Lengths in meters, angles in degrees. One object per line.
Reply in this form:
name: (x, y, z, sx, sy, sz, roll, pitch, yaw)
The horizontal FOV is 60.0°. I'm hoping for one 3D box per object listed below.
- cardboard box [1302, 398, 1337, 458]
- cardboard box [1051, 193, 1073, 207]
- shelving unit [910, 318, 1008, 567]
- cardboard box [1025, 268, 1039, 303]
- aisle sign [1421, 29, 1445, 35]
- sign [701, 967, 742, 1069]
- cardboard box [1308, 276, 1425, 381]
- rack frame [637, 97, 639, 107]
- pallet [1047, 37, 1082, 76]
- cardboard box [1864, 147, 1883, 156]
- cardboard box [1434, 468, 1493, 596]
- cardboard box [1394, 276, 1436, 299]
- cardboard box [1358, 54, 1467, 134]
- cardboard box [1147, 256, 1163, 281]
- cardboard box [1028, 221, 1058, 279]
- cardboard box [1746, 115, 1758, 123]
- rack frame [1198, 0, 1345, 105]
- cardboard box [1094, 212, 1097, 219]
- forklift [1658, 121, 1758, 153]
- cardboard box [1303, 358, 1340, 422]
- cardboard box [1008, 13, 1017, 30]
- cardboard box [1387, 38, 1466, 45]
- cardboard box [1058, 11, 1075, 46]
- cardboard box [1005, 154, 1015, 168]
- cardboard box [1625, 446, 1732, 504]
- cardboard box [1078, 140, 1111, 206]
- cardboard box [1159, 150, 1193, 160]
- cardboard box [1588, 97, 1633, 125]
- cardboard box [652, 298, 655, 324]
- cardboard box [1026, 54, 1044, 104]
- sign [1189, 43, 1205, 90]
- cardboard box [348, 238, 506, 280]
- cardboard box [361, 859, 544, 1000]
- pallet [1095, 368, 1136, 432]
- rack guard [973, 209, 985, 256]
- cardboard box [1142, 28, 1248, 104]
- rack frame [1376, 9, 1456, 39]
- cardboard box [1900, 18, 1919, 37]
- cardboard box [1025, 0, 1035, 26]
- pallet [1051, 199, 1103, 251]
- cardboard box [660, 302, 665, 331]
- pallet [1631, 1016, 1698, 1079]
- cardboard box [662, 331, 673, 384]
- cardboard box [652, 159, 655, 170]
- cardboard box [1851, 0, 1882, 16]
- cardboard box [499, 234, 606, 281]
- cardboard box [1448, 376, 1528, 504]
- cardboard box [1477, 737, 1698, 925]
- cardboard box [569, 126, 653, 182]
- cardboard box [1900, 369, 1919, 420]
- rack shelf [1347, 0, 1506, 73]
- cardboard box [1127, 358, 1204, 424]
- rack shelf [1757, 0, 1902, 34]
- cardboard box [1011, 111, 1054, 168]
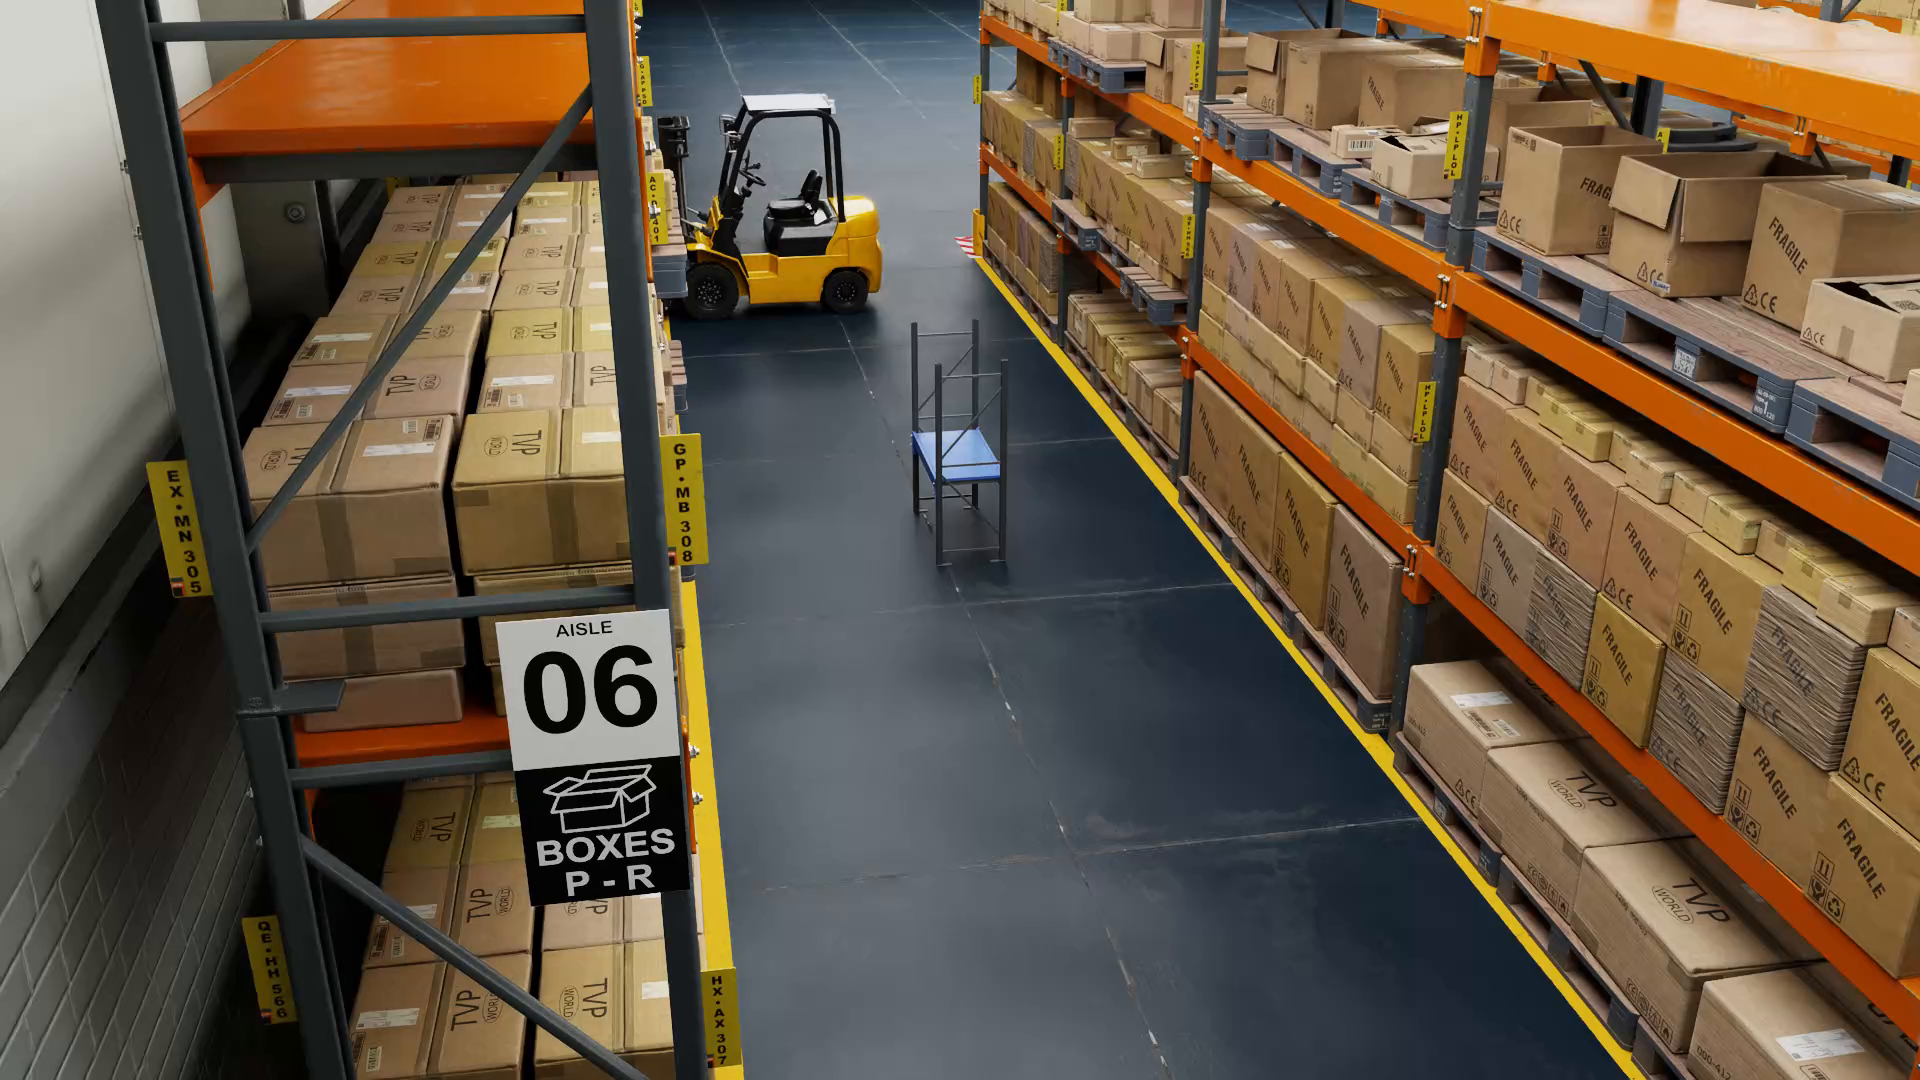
cardboard box: (2.461, -0.707, 10.309, 0.500, 0.250, 0.500, -5, 24, -11)
cardboard box: (1.121, -3.353, 16.494, 0.380, 0.149, 0.250, -5, 24, -10)
shelving unit: (-0.016, -0.721, 12.027, 0.538, 1.500, 1.048, -4, 24, -10)
cardboard box: (0.999, -2.718, 17.637, 0.500, 0.250, 0.500, -5, 24, -11)
aisle sign: (5.868, -6.585, 20.333, 0.394, 0.787, 0.004, -4, 24, -10)
sign: (-0.645, 1.287, 4.473, 0.100, 0.325, 0.005, -4, 24, -10)
cardboard box: (2.453, -1.283, 10.065, 0.500, 0.500, 0.500, -4, 24, -8)
rack frame: (-2.657, -4.172, 10.558, 1.000, 3.000, 0.127, -4, 24, -10)
pallet: (1.490, -4.402, 15.069, 1.213, 0.211, 1.003, -4, 24, -10)
cardboard box: (10.708, -4.541, 19.213, 0.380, 0.149, 0.250, -4, 24, -10)
cardboard box: (2.789, -0.060, 8.514, 0.500, 0.500, 0.500, -4, 24, -8)
cardboard box: (2.949, -1.312, 10.132, 0.500, 0.500, 0.500, -5, 24, -11)
cardboard box: (2.831, -2.732, 10.361, 0.500, 0.500, 0.500, -4, 24, -9)
cardboard box: (1.717, -2.176, 13.274, 0.380, 0.149, 0.250, -5, 24, -10)
cardboard box: (1.011, -3.053, 17.467, 0.500, 0.500, 0.500, -4, 24, -9)
cardboard box: (10.298, -5.426, 21.241, 0.380, 0.149, 0.250, -4, 24, -10)
rack frame: (2.220, -4.540, 11.403, 1.000, 3.000, 0.127, -4, 24, -10)
cardboard box: (1.437, -2.996, 15.152, 0.380, 0.149, 0.250, -3, 24, -6)
forklift: (4.918, -1.692, 12.461, 1.130, 2.935, 3.031, -3, 24, -7)
cardboard box: (2.438, -0.933, 10.201, 0.500, 0.250, 0.500, -4, 24, -8)
cardboard box: (0.726, -5.535, 17.742, 0.380, 0.149, 0.250, -4, 24, -9)
cardboard box: (5.617, -5.759, 20.151, 0.875, 0.550, 0.550, -4, 24, -10)
cardboard box: (1.194, -4.603, 14.957, 0.500, 0.250, 0.500, -5, 24, -11)
cardboard box: (0.713, -4.263, 18.576, 0.380, 0.149, 0.250, -4, 24, -8)
cardboard box: (3.026, -0.275, 6.948, 0.380, 0.149, 0.250, -4, 24, -10)
cardboard box: (1.378, -3.337, 15.120, 0.500, 0.500, 0.500, -4, 24, -10)
cardboard box: (1.974, -3.176, 14.753, 0.500, 0.500, 0.500, -3, 24, -8)
cardboard box: (6.424, -4.080, 16.469, 0.700, 0.500, 0.500, -5, 24, -11)
cardboard box: (-1.393, -0.714, 6.205, 0.500, 0.250, 0.500, -4, 24, -9)
cardboard box: (1.136, -5.194, 18.649, 0.700, 0.500, 0.500, -4, 24, -9)
sign: (1.686, -3.363, 11.810, 0.100, 0.325, 0.005, -4, 24, -10)
cardboard box: (-1.901, -0.902, 6.011, 0.500, 0.250, 0.500, -5, 24, -10)
cardboard box: (-1.618, 1.293, 5.359, 0.500, 0.250, 0.500, -4, 24, -10)
pallet: (1.855, -1.300, 14.962, 1.003, 0.211, 1.213, -4, 24, -10)
rack guard: (0.755, -3.763, 20.240, 1.175, 0.500, 0.348, -4, 24, -10)
cardboard box: (1.910, -3.811, 13.351, 0.797, 0.503, 0.637, -4, 24, -10)
rack frame: (5.587, -5.344, 20.738, 1.000, 3.000, 0.127, -4, 24, -10)
cardboard box: (6.965, -3.586, 11.884, 0.396, 0.266, 0.258, -4, 24, -10)
cardboard box: (0.960, -5.361, 16.845, 0.500, 0.250, 0.500, -5, 24, -11)
pallet: (1.479, -2.965, 15.531, 1.003, 0.211, 1.213, -4, 24, -10)
cardboard box: (-3.161, -2.143, 16.319, 0.500, 0.250, 0.500, -4, 24, -9)
pallet: (3.475, 2.325, 6.664, 1.003, 0.211, 1.213, -4, 24, -10)
cardboard box: (-2.144, -1.155, 10.810, 0.500, 0.250, 0.500, -5, 24, -12)
cardboard box: (-1.661, -1.733, 8.014, 0.380, 0.149, 0.250, -4, 24, -9)
cardboard box: (10.605, -6.167, 19.061, 0.500, 0.250, 0.500, -4, 24, -8)
cardboard box: (-1.400, -0.941, 6.099, 0.500, 0.250, 0.500, -4, 24, -9)
cardboard box: (2.810, -0.517, 8.311, 0.500, 0.500, 0.500, -4, 24, -9)
cardboard box: (3.136, 1.371, 8.040, 0.875, 0.438, 0.875, -5, 24, -11)
cardboard box: (-1.630, -1.817, 7.690, 0.396, 0.266, 0.258, -5, 24, -10)
cardboard box: (3.372, -0.472, 5.499, 0.380, 0.149, 0.250, -6, 24, -14)
rack shelf: (2.590, -3.241, 9.826, 1.077, 0.370, 4.000, -4, 24, -10)
cardboard box: (1.981, -1.292, 14.219, 0.950, 0.372, 0.625, -5, 24, -11)
rack shelf: (10.850, -5.930, 19.230, 1.077, 0.370, 4.000, -4, 24, -10)
cardboard box: (0.852, -4.310, 17.874, 0.500, 0.500, 0.500, -5, 24, -11)
